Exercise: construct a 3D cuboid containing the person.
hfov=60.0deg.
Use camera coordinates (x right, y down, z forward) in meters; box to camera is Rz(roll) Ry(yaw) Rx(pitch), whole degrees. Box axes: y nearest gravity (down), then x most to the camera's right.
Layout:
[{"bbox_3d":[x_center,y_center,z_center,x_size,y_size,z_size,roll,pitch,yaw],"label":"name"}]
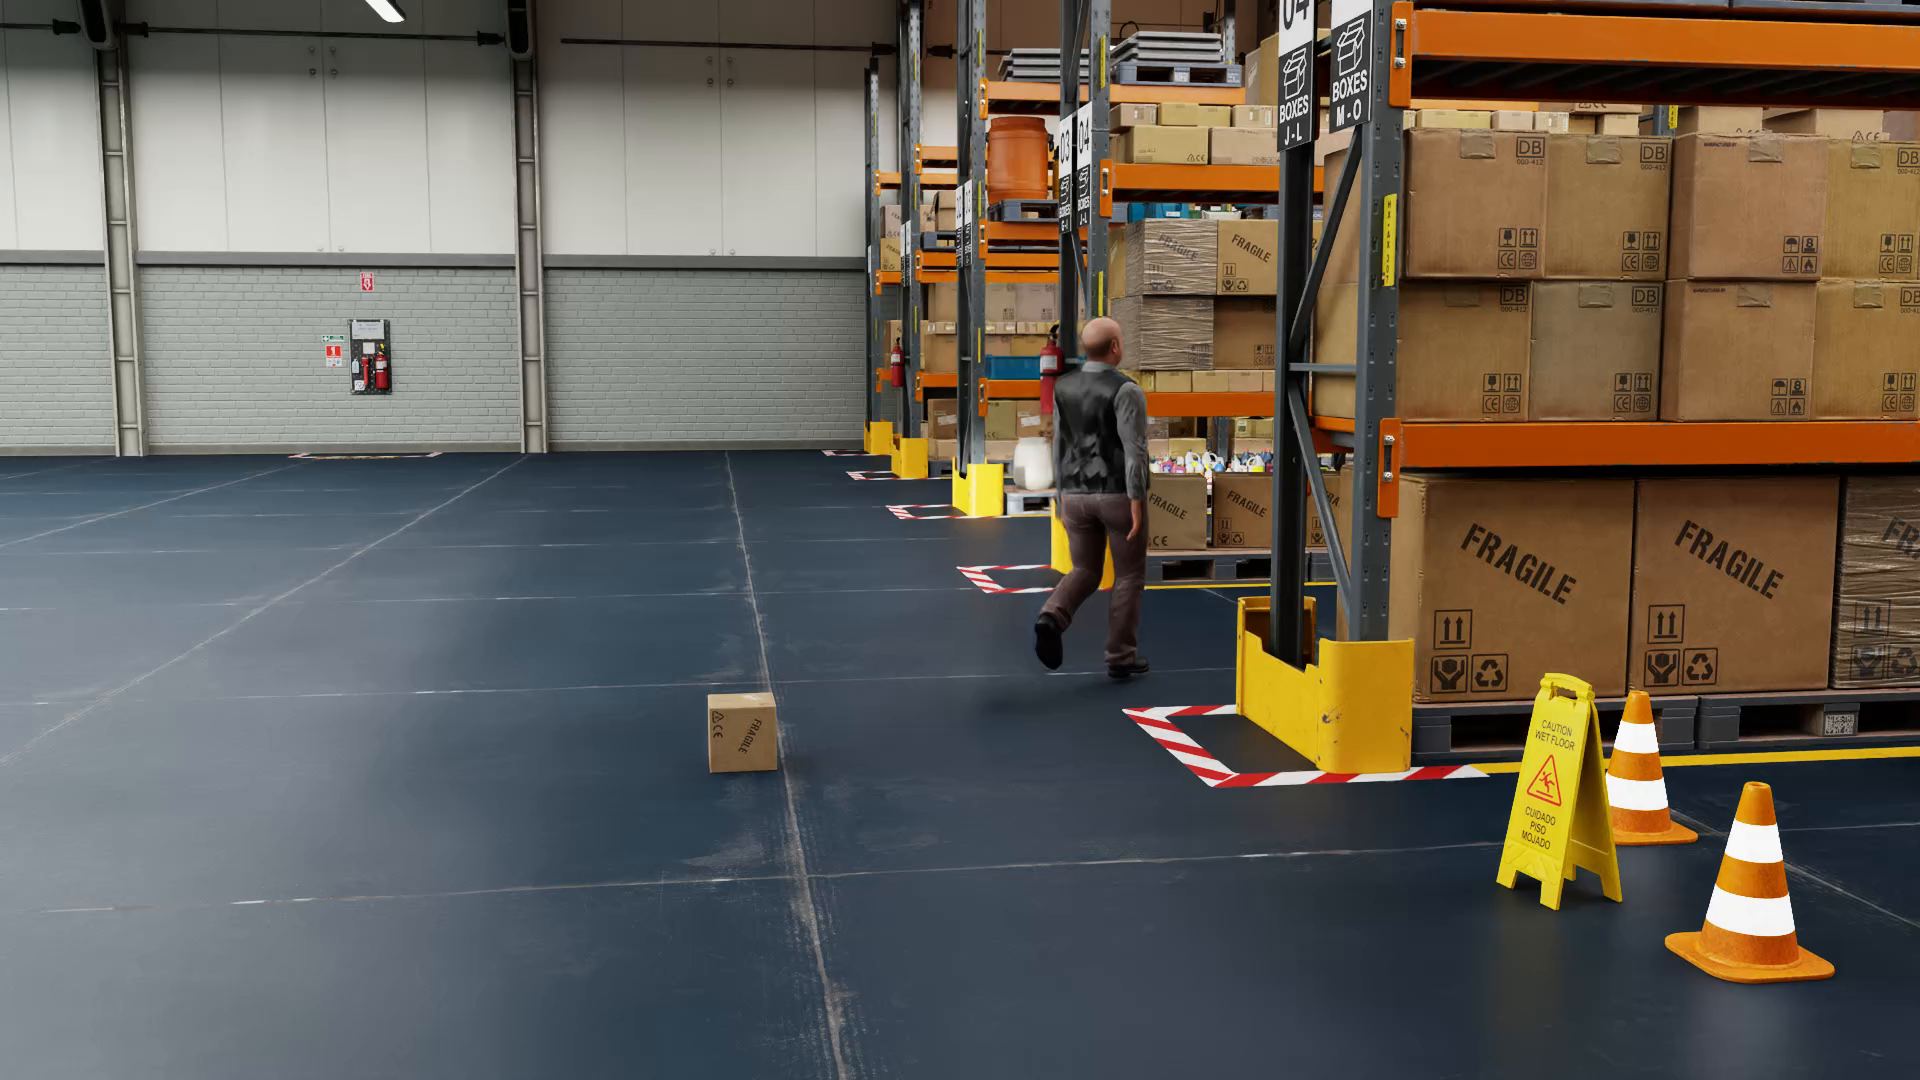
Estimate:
[{"bbox_3d":[0.655,-0.189,7.827,0.534,1.702,0.678,5,8,36],"label":"person"}]
